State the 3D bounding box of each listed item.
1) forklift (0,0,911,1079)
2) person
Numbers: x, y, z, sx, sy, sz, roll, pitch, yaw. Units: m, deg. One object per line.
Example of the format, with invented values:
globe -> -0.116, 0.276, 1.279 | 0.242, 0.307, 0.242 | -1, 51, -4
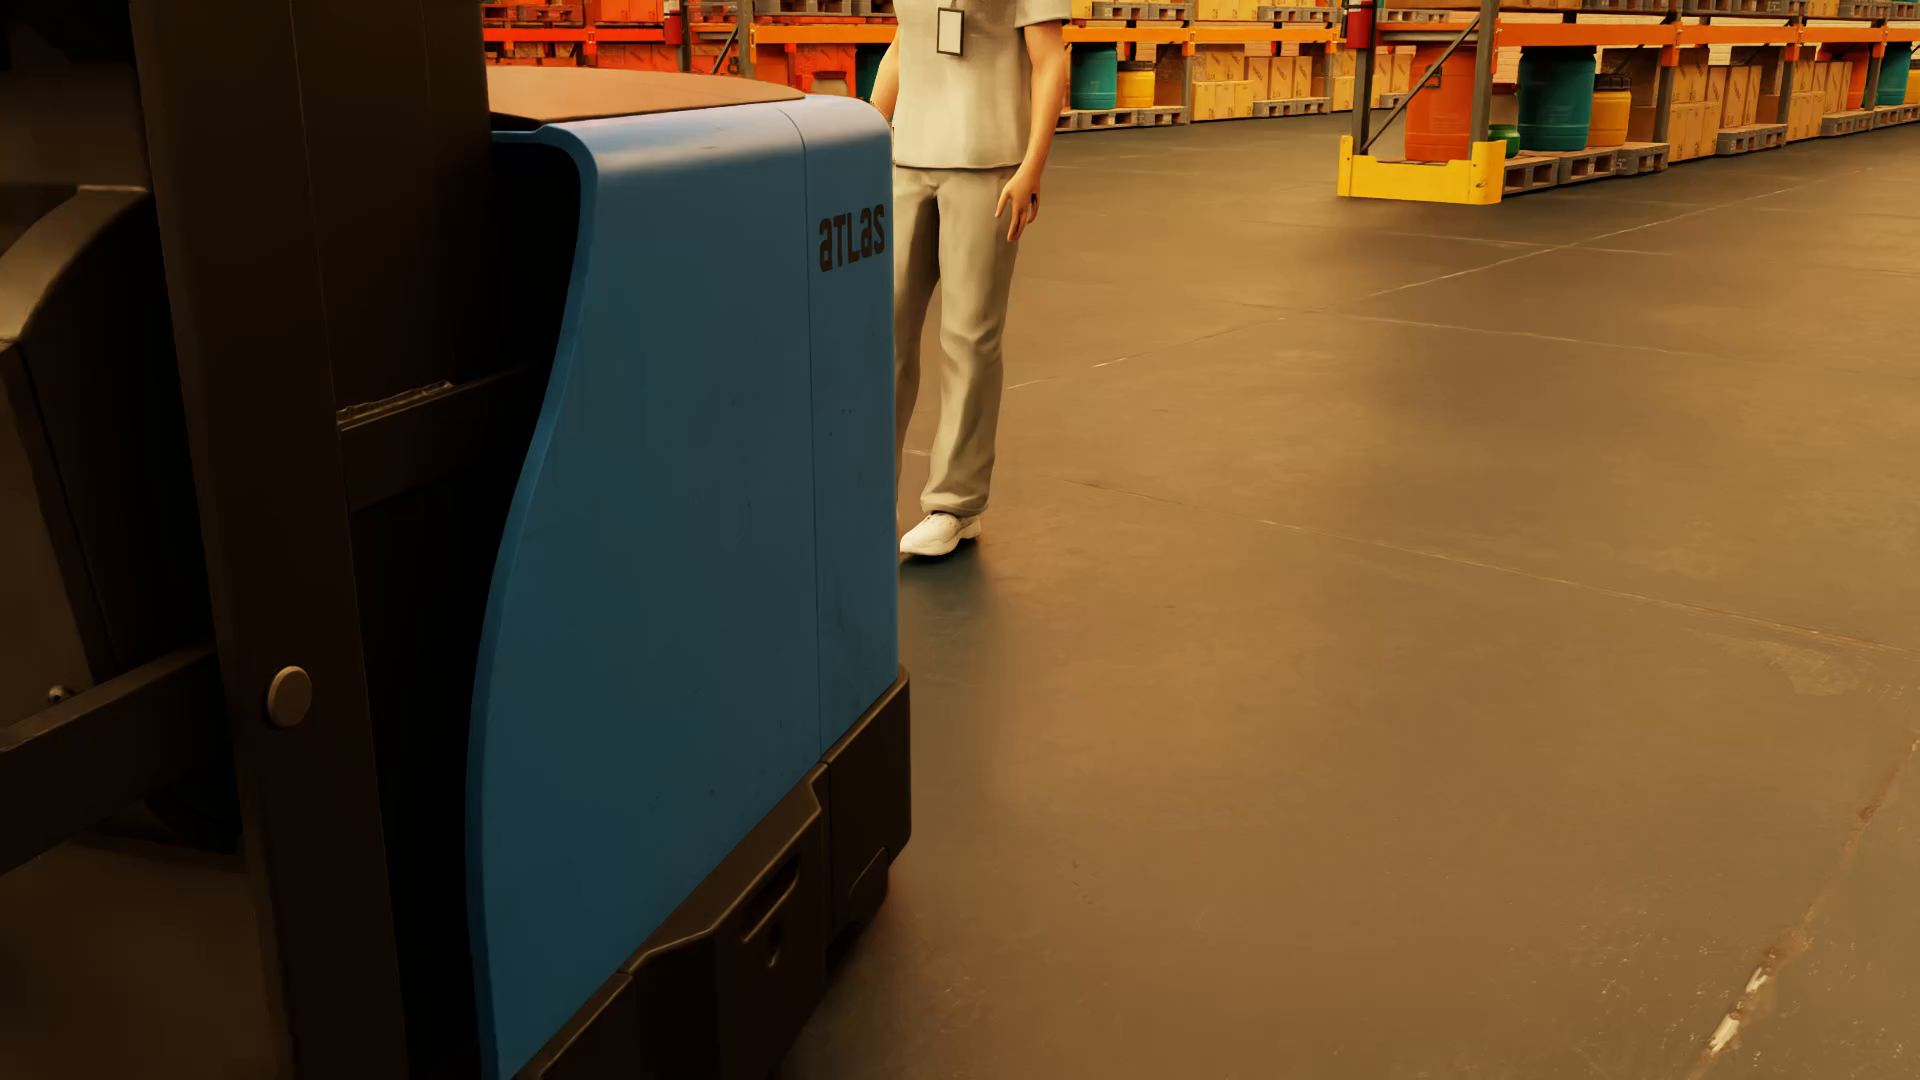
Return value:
forklift -> -1.004, -0.570, 0.773 | 1.130, 2.935, 3.031 | 5, 18, 17
person -> -0.057, -0.795, 3.650 | 0.549, 1.675, 0.549 | 13, 21, 37
